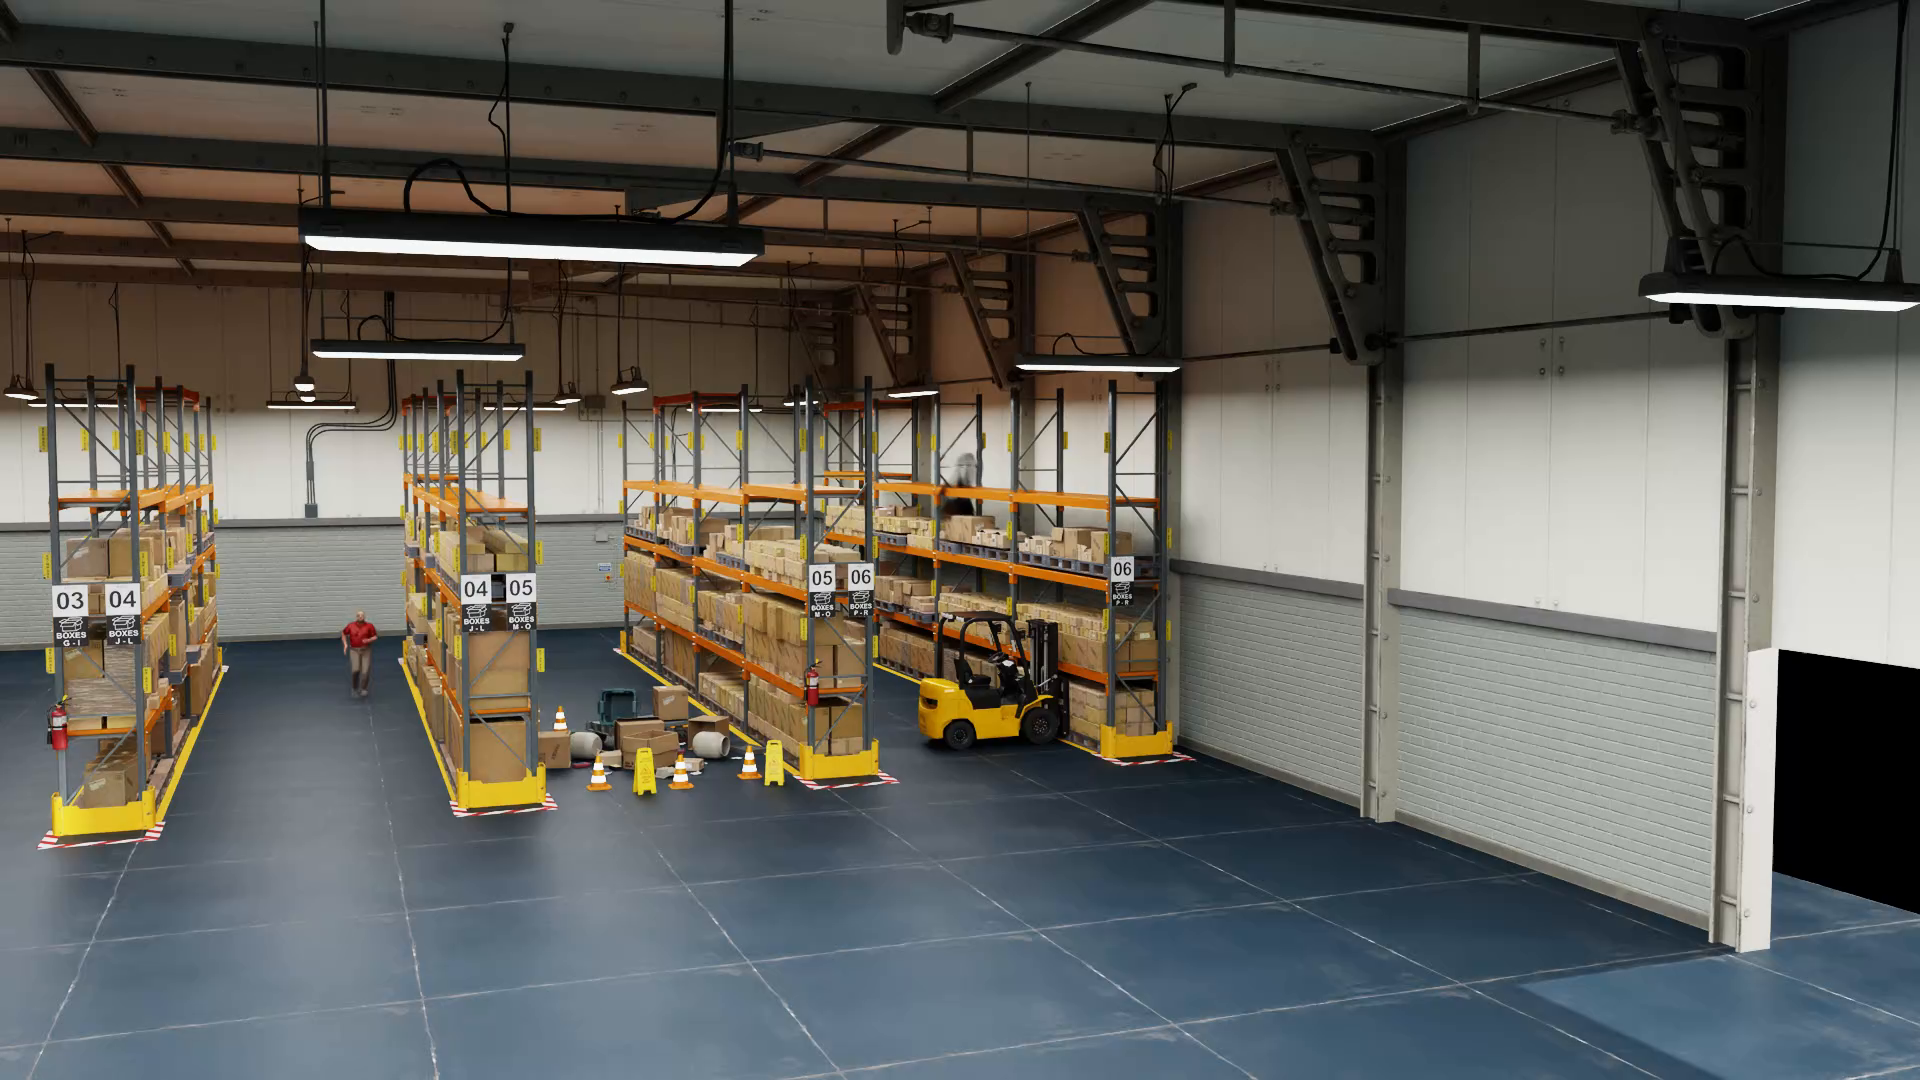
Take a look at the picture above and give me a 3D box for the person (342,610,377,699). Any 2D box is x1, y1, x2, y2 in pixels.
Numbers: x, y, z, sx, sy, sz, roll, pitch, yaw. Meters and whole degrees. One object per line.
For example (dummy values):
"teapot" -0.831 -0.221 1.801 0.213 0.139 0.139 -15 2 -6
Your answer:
"person" -11.747 2.249 32.579 0.640 1.749 0.713 -2 4 -25
